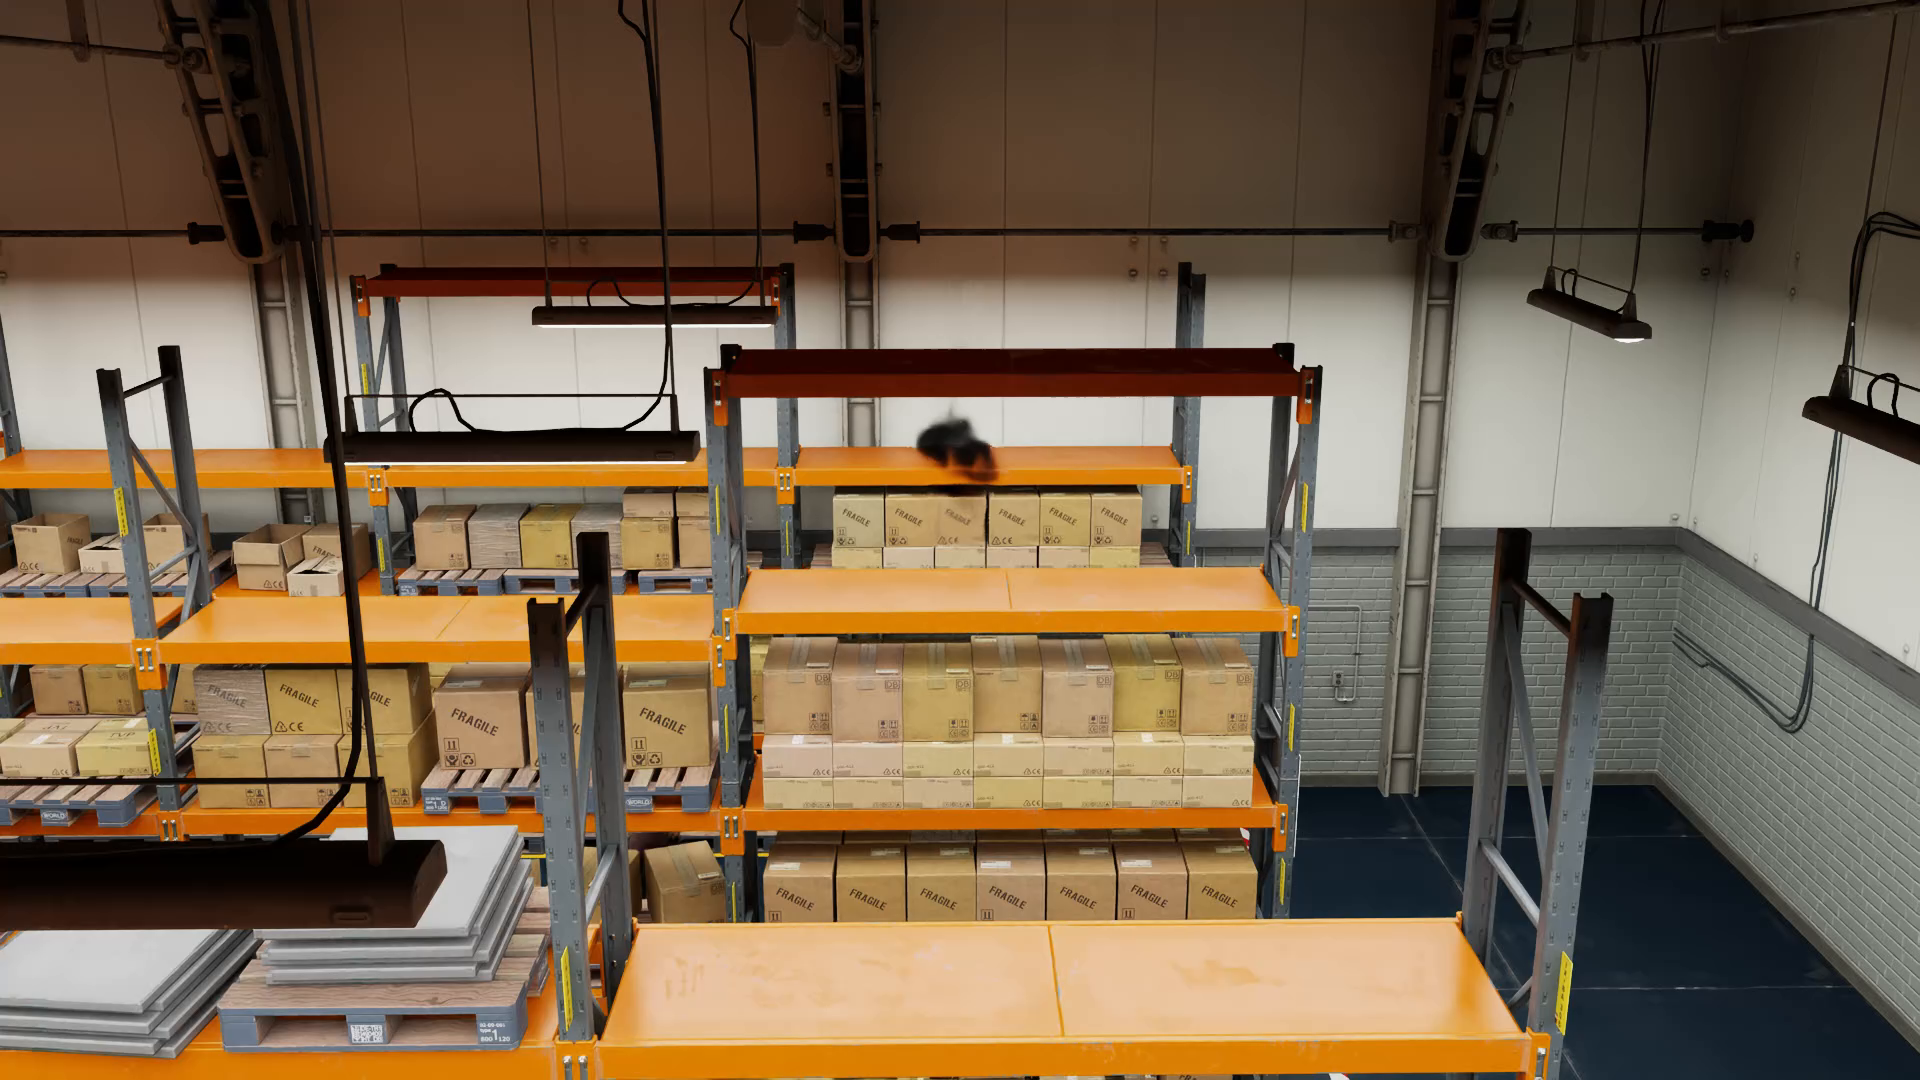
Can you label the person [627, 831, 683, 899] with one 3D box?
[{"bbox_3d":[-2.805,2.698,15.254,0.868,1.833,0.753,-2,16,-8],"label":"person"}]
